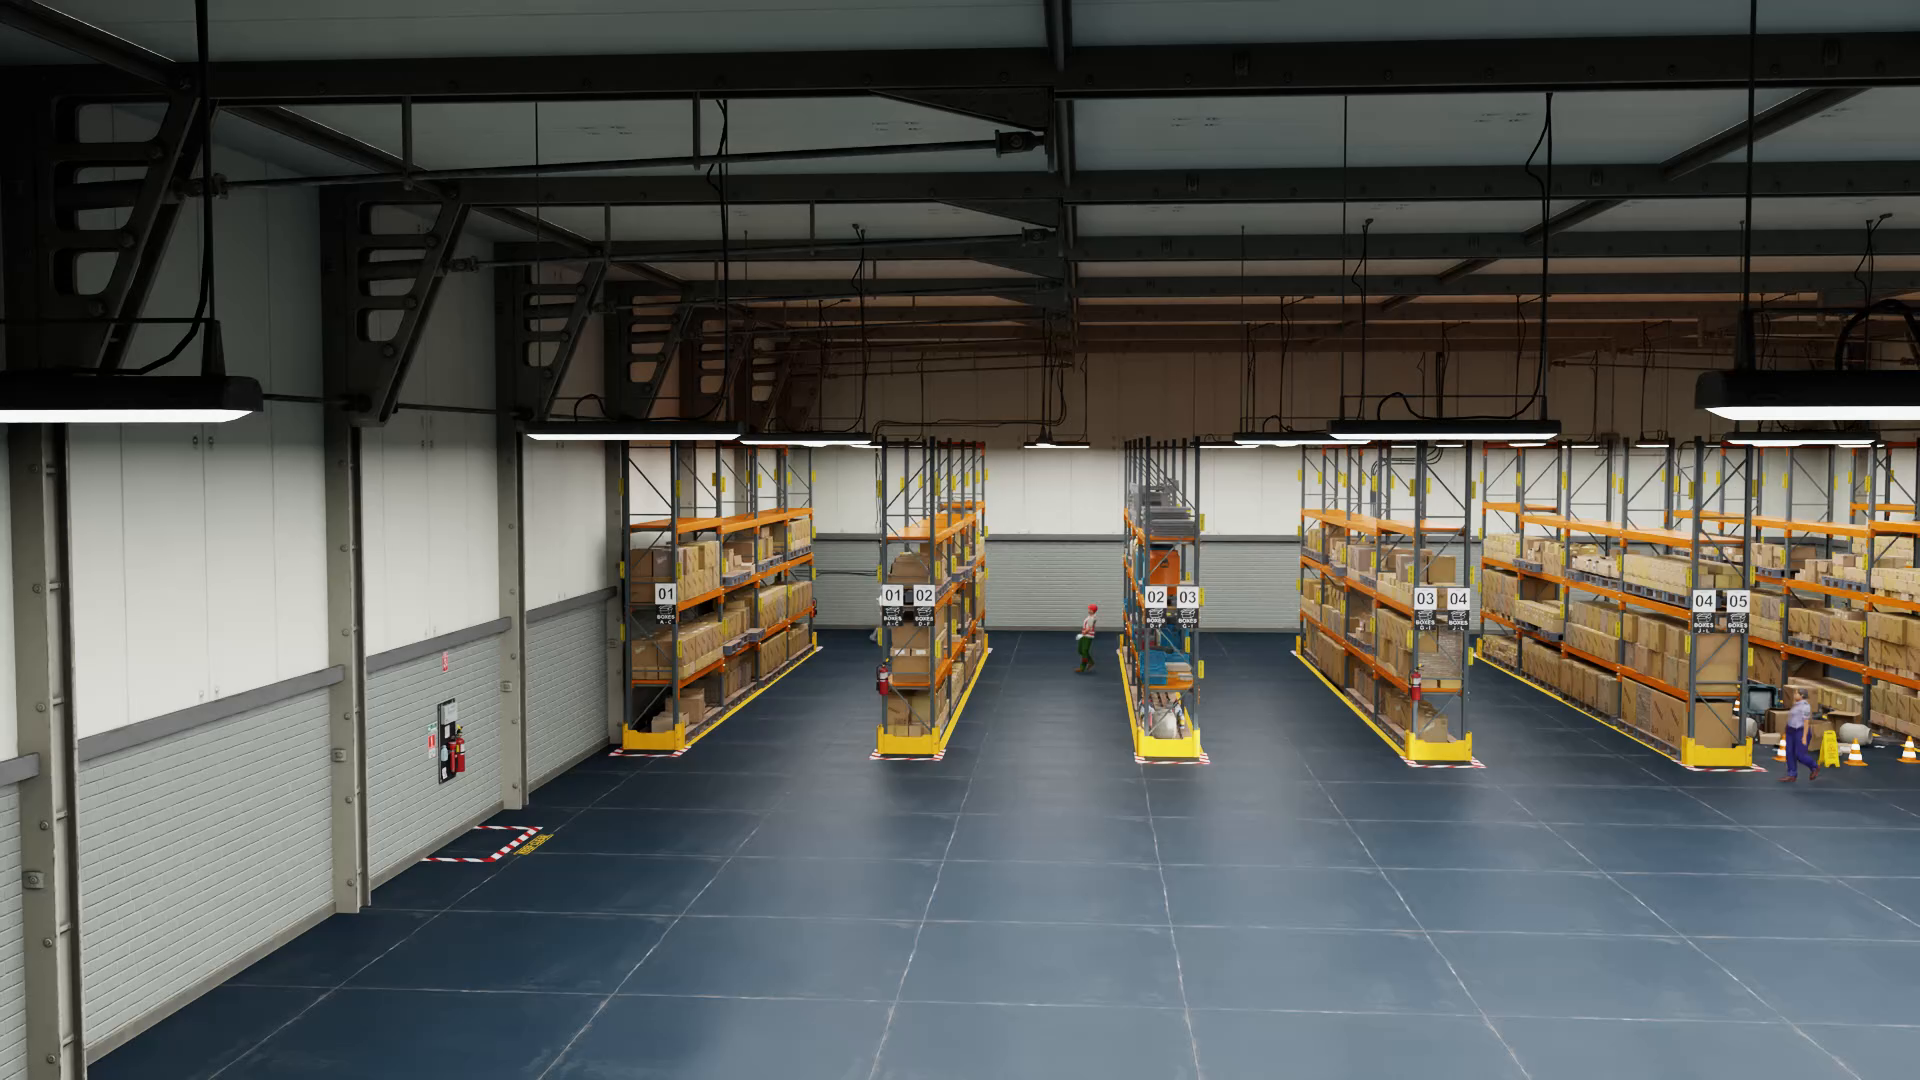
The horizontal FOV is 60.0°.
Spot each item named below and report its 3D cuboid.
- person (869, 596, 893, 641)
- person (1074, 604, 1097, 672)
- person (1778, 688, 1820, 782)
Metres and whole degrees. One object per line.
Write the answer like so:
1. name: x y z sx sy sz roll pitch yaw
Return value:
1. person: -2.178 2.233 49.416 1.026 1.717 0.654 1 3 24
2. person: 3.252 2.536 43.177 0.631 1.760 0.636 -1 3 -11
3. person: 14.497 3.358 28.660 0.595 1.636 0.489 -1 3 -18
